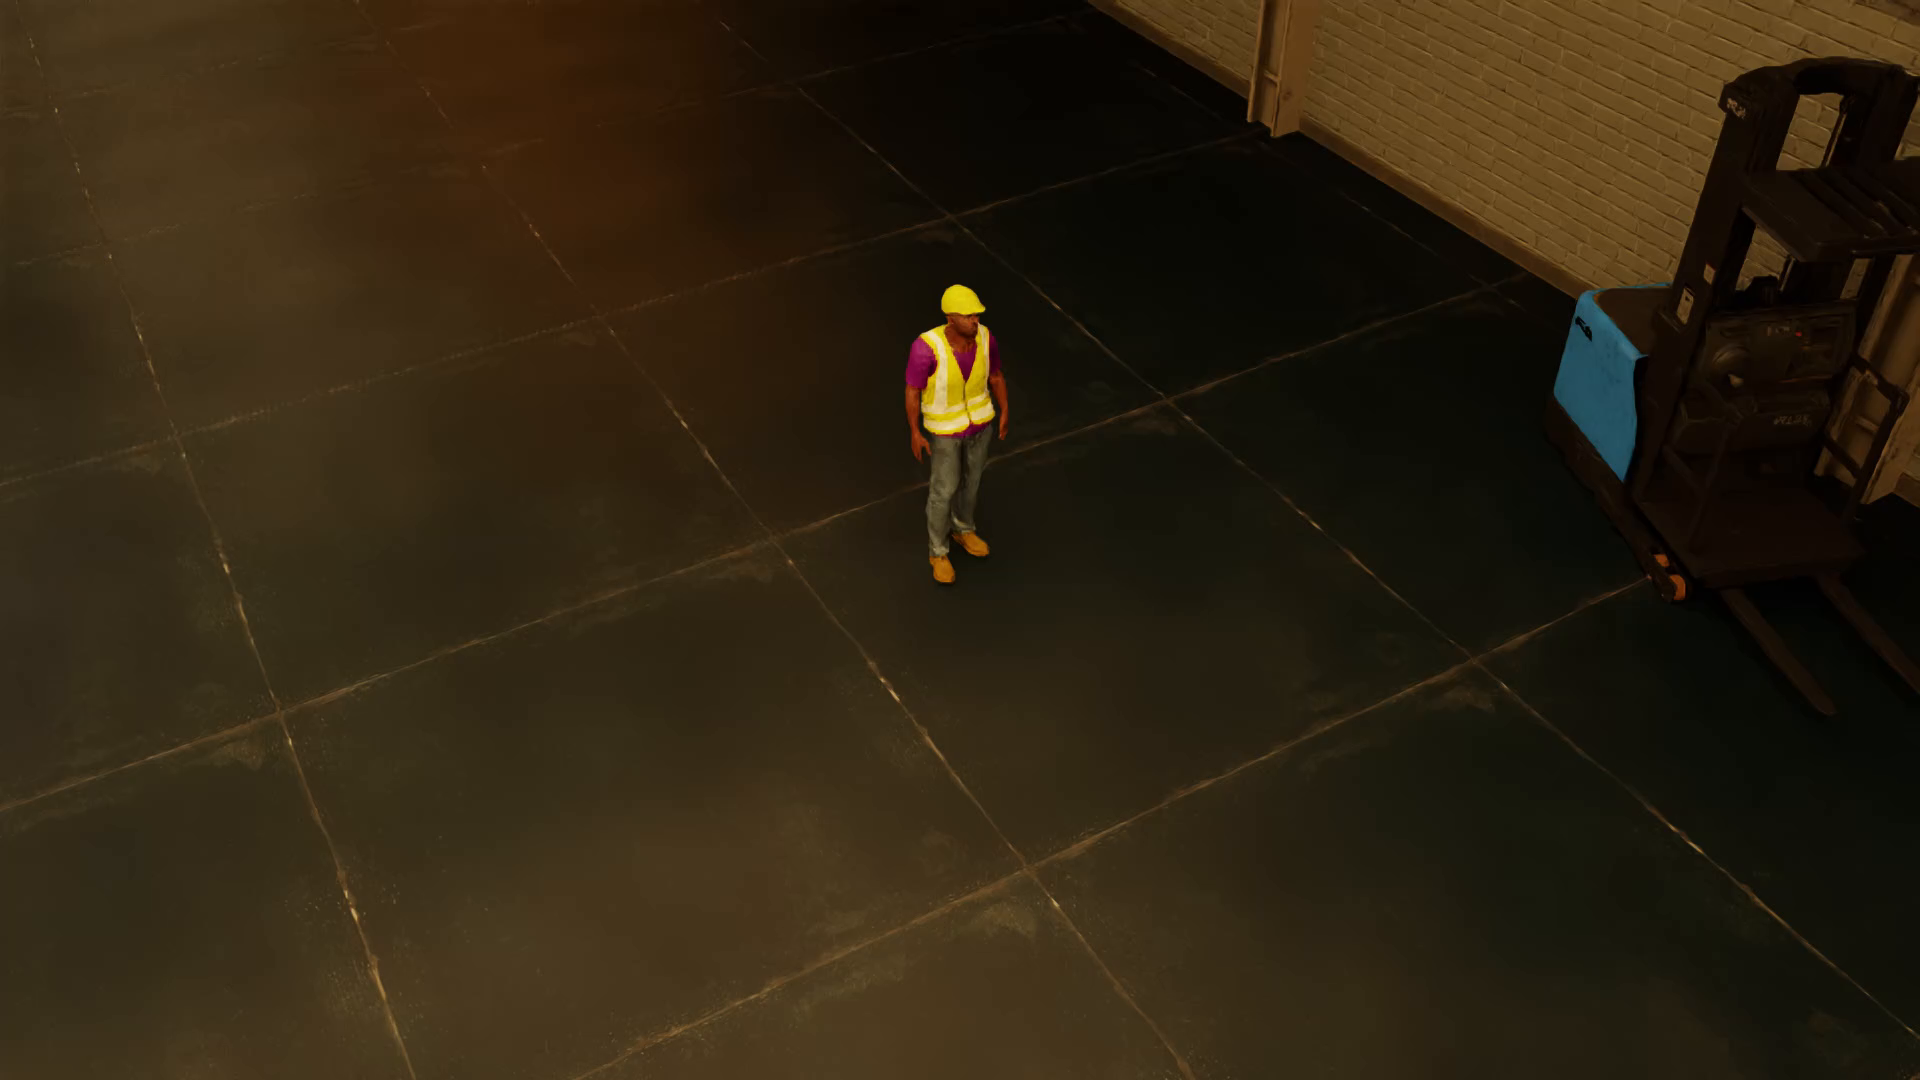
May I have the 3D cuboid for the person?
[{"bbox_3d":[0.030,-0.645,9.715,0.665,1.766,0.576,-20,44,-23],"label":"person"}]

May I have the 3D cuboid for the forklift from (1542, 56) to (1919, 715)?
[{"bbox_3d":[4.675,-1.015,9.260,1.130,2.935,3.031,-7,40,-8],"label":"forklift"}]
